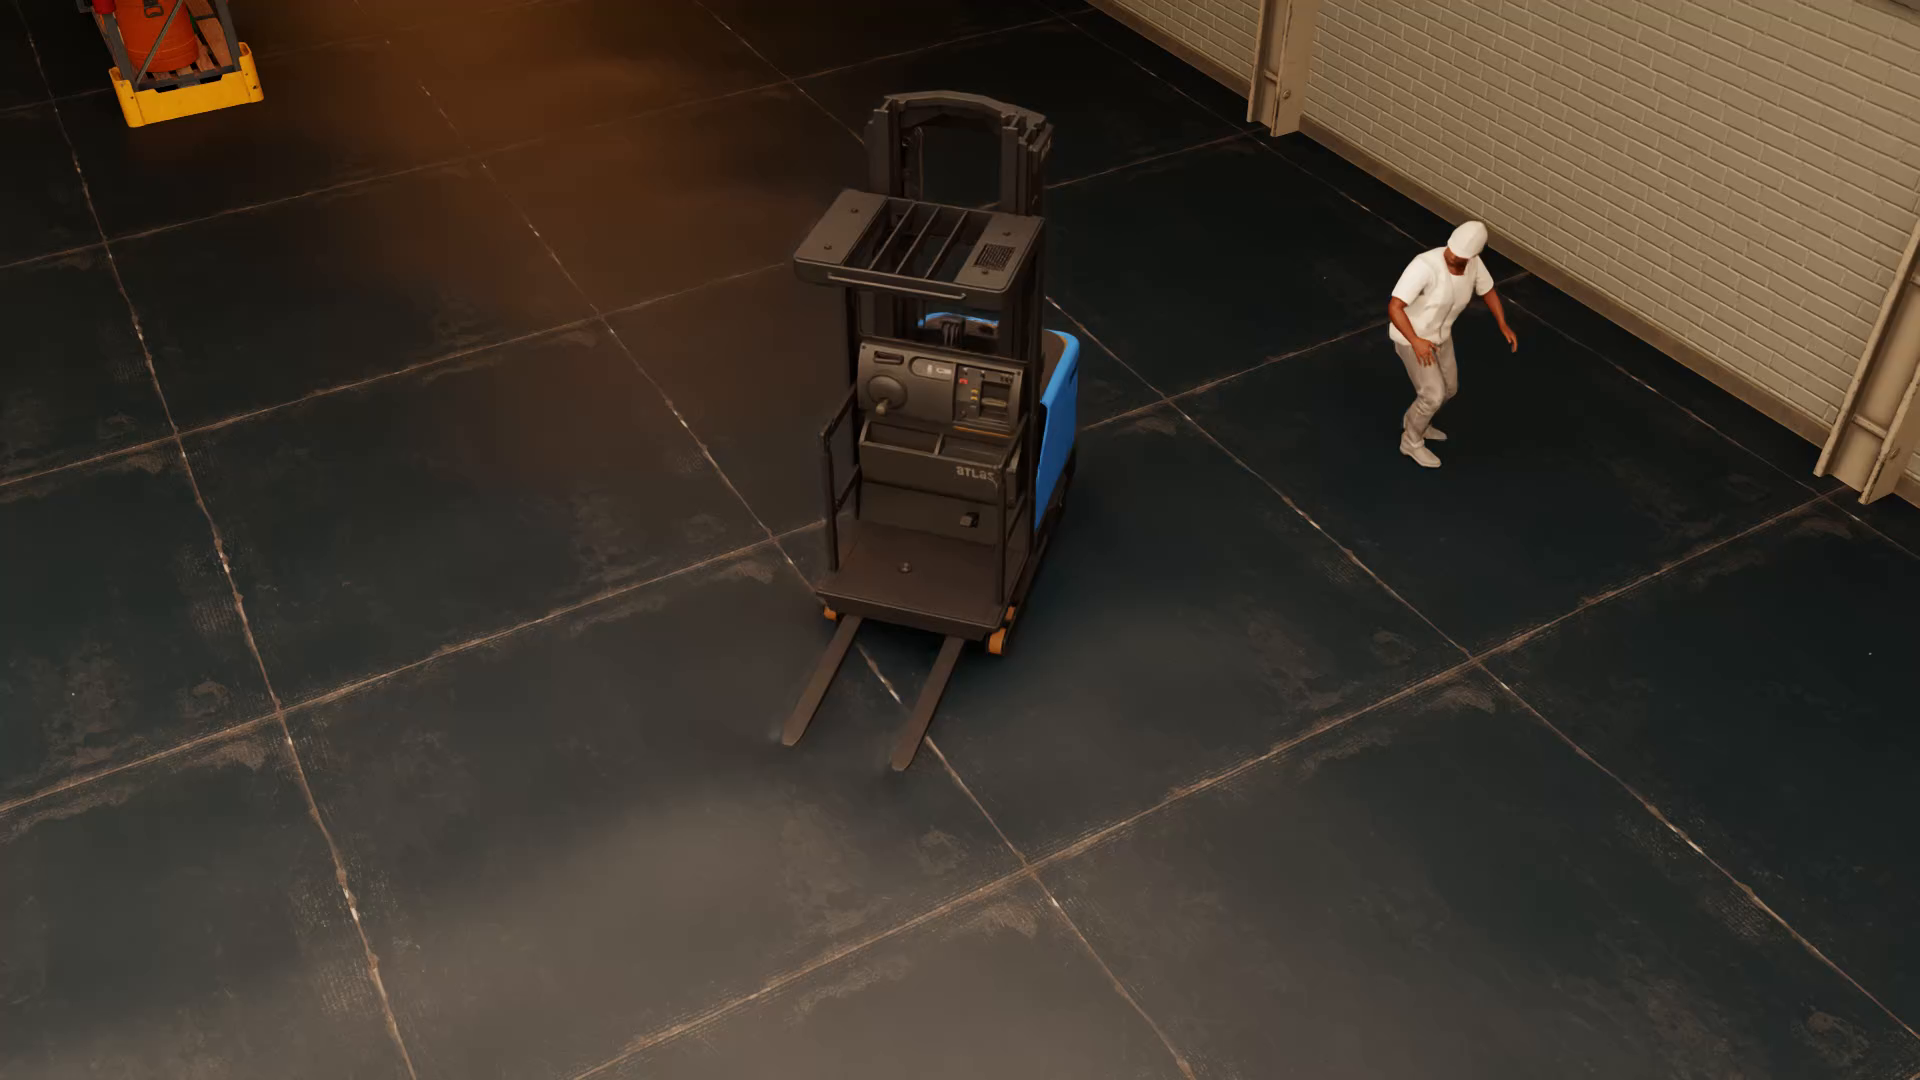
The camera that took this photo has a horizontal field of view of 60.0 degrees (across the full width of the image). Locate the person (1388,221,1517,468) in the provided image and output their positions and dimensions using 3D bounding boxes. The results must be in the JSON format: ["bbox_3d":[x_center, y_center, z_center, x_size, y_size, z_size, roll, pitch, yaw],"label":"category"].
[{"bbox_3d":[3.078,-1.239,10.529,0.821,1.716,0.645,-27,47,-28],"label":"person"}]

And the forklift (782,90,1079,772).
[{"bbox_3d":[-0.173,-0.754,8.945,1.130,2.935,3.031,11,41,13],"label":"forklift"}]
